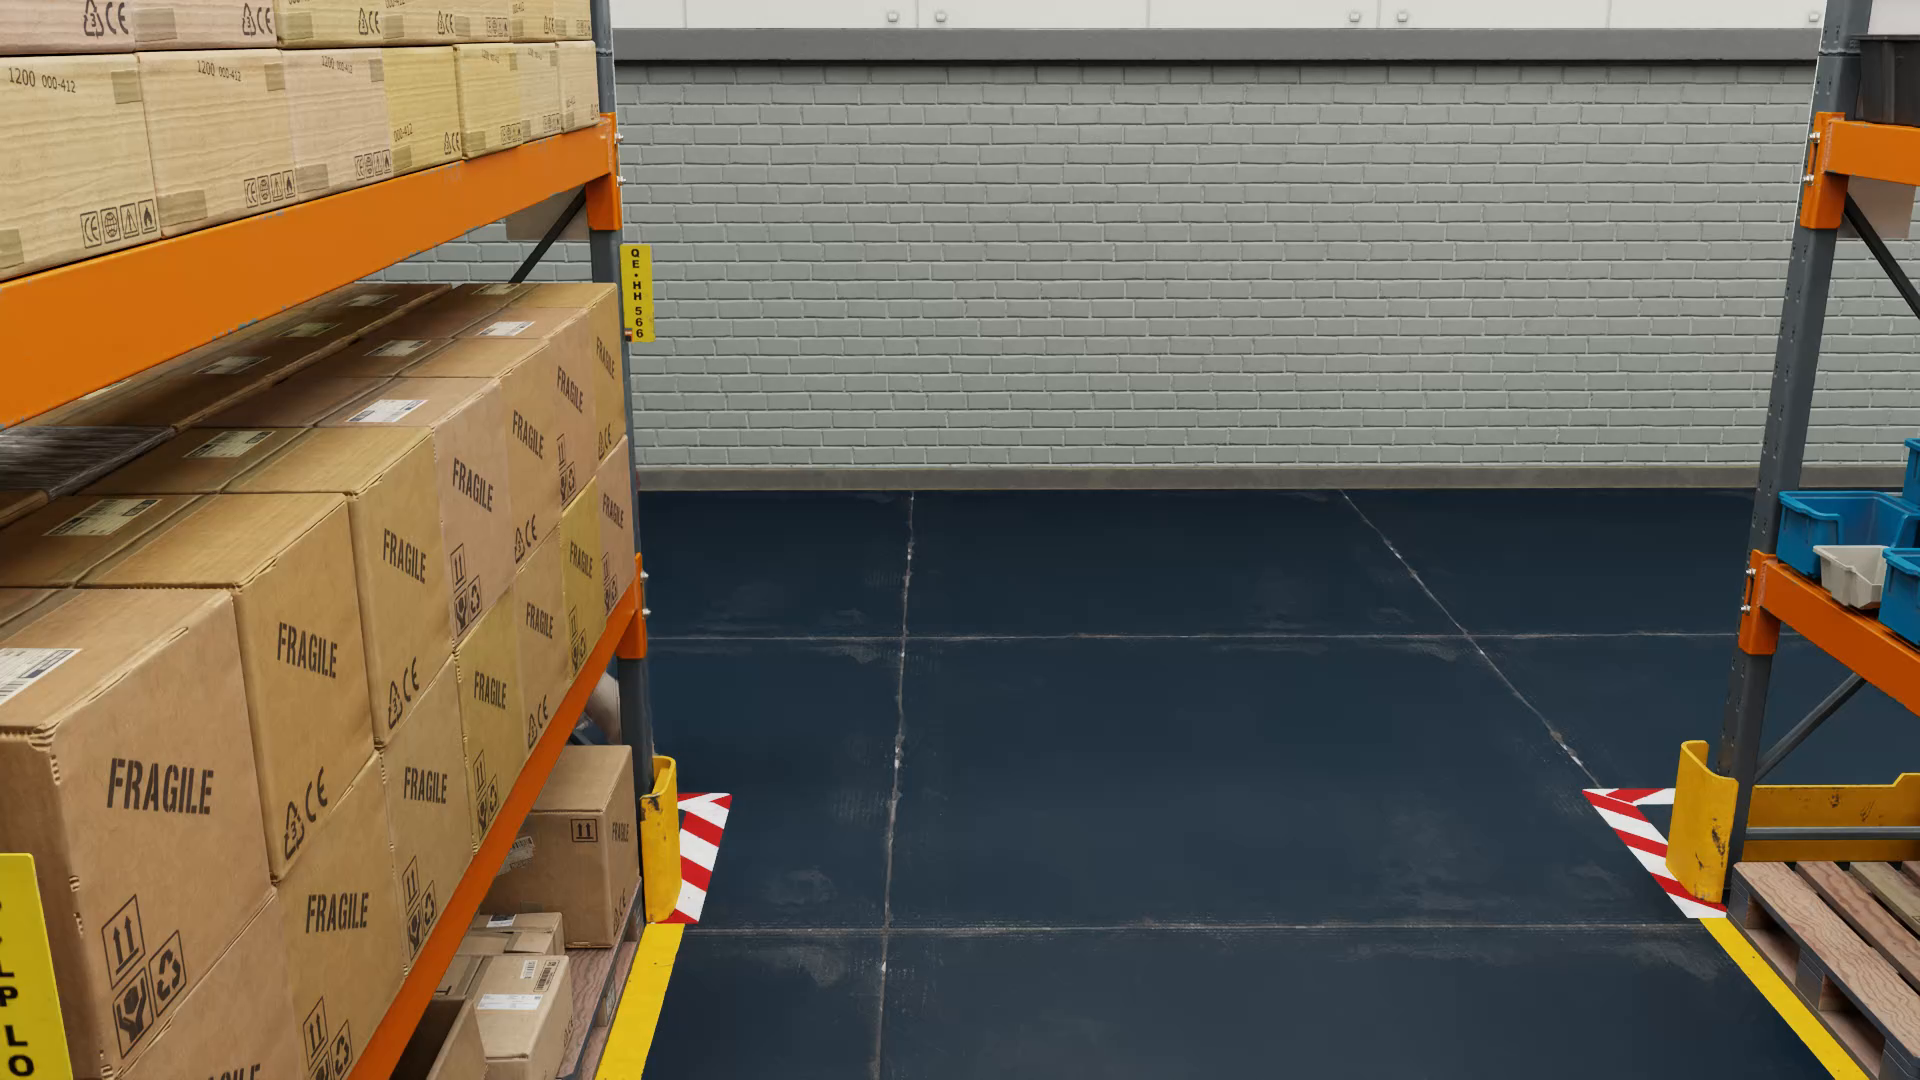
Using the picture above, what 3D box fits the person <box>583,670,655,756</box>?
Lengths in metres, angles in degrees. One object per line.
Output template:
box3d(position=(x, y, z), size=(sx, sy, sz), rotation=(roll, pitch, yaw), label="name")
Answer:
box3d(position=(-1.777, 0.164, 6.996), size=(0.910, 1.549, 0.657), rotation=(-2, 17, -7), label="person")
